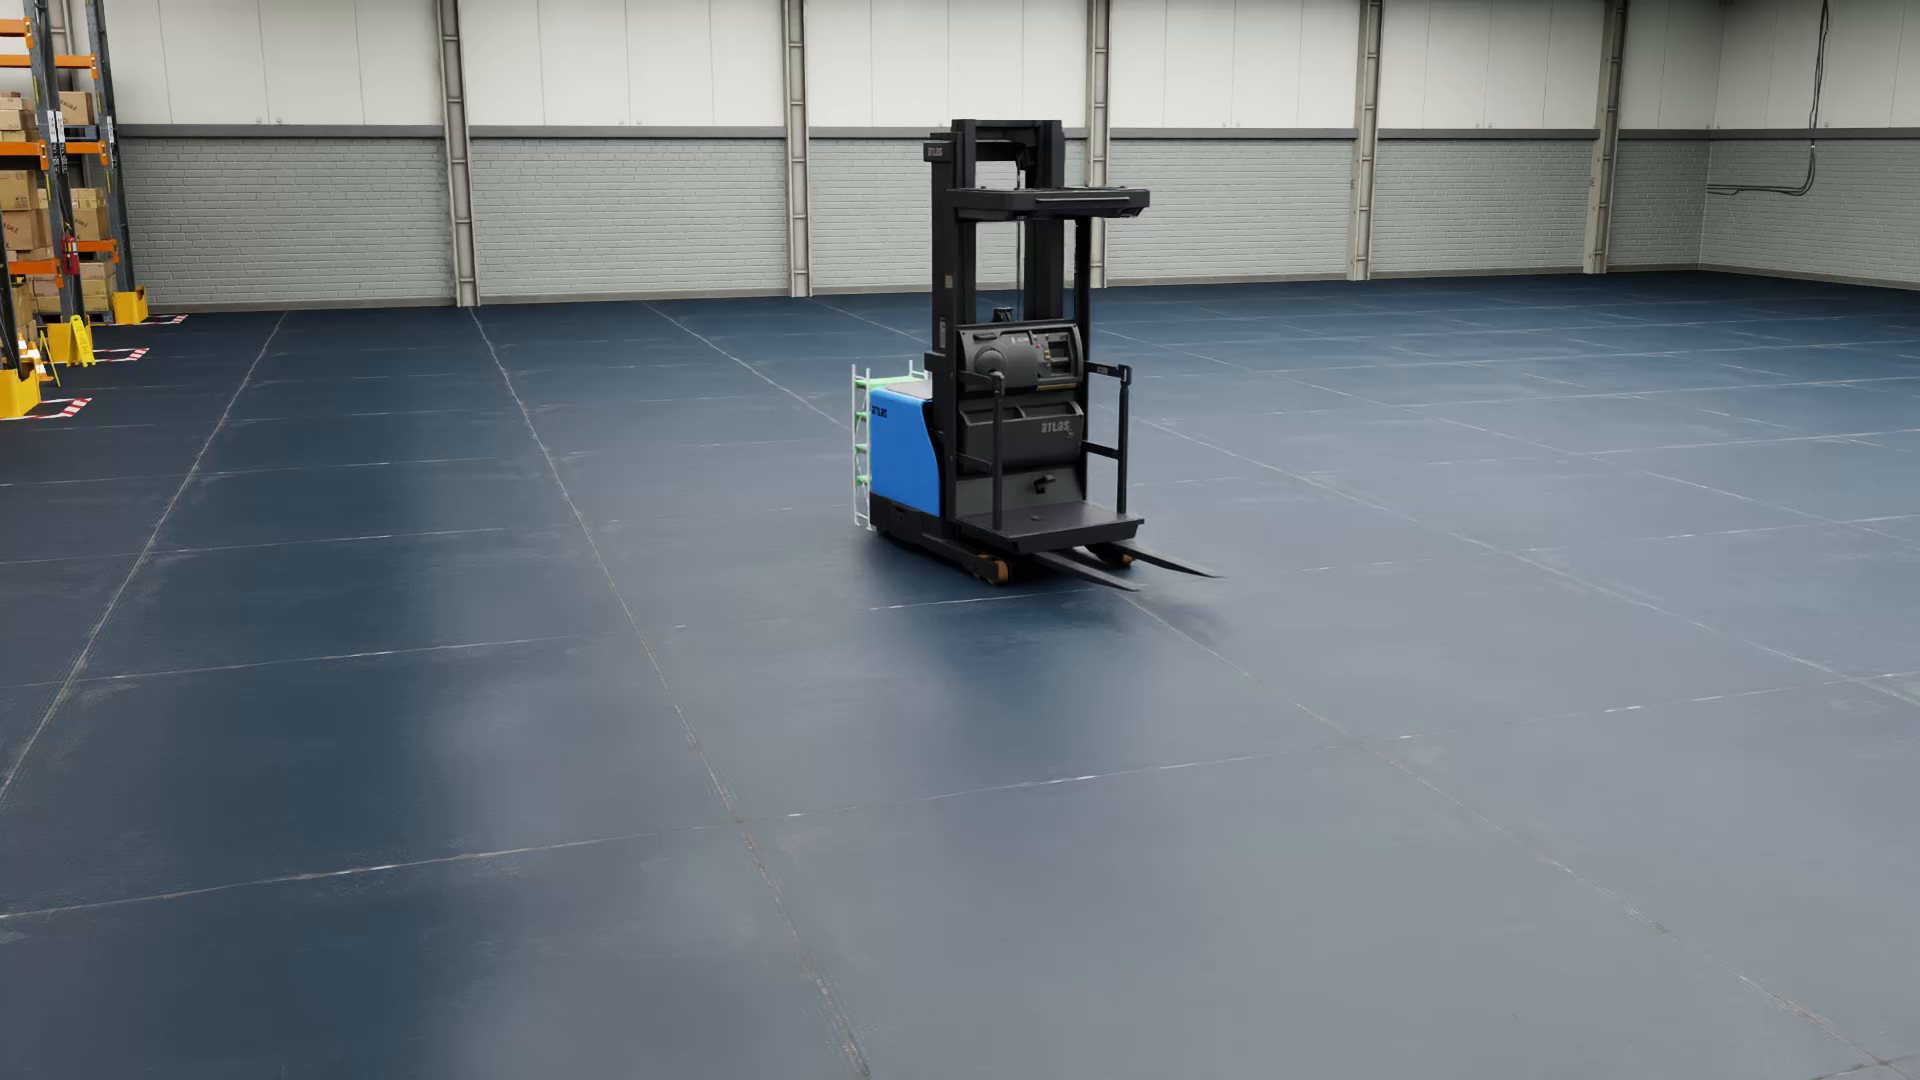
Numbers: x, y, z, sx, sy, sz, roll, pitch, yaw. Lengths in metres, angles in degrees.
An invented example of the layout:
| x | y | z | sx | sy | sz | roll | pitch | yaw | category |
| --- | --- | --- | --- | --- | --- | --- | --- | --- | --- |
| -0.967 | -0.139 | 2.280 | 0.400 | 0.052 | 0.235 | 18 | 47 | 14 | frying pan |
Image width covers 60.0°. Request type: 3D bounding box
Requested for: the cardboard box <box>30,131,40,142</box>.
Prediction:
| x | y | z | sx | sy | sz | roll | pitch | yaw | category |
| --- | --- | --- | --- | --- | --- | --- | --- | --- | --- |
| -12.264 | -5.311 | 21.889 | 0.250 | 0.149 | 0.380 | -4 | 14 | -18 | cardboard box |

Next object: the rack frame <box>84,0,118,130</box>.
| x | y | z | sx | sy | sz | roll | pitch | yaw | category |
| --- | --- | --- | --- | --- | --- | --- | --- | --- | --- |
| -13.432 | -7.935 | 25.892 | 0.127 | 3.000 | 1.000 | -4 | 14 | -18 | rack frame |

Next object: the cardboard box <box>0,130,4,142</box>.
| x | y | z | sx | sy | sz | roll | pitch | yaw | category |
| --- | --- | --- | --- | --- | --- | --- | --- | --- | --- |
| -12.320 | -5.151 | 21.217 | 0.250 | 0.149 | 0.380 | -4 | 14 | -18 | cardboard box |

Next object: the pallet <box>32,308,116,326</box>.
| x | y | z | sx | sy | sz | roll | pitch | yaw | category |
| --- | --- | --- | --- | --- | --- | --- | --- | --- | --- |
| -14.144 | -3.594 | 26.633 | 1.213 | 0.211 | 1.003 | -4 | 14 | -18 | pallet |

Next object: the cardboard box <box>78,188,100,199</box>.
| x | y | z | sx | sy | sz | roll | pitch | yaw | category |
| --- | --- | --- | --- | --- | --- | --- | --- | --- | --- |
| -13.705 | -5.452 | 26.160 | 0.250 | 0.149 | 0.380 | -4 | 14 | -18 | cardboard box |

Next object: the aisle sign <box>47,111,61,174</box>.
| x | y | z | sx | sy | sz | roll | pitch | yaw | category |
| --- | --- | --- | --- | --- | --- | --- | --- | --- | --- |
| -11.695 | -5.133 | 21.462 | 0.004 | 0.787 | 0.394 | -4 | 14 | -18 | aisle sign |

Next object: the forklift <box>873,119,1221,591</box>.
| x | y | z | sx | sy | sz | roll | pitch | yaw | category |
| --- | --- | --- | --- | --- | --- | --- | --- | --- | --- |
| 0.522 | -1.252 | 10.911 | 1.121 | 2.935 | 3.031 | -8 | 16 | -30 | forklift |

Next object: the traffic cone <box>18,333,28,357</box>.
| x | y | z | sx | sy | sz | roll | pitch | yaw | category |
| --- | --- | --- | --- | --- | --- | --- | --- | --- | --- |
| -11.842 | -2.379 | 20.982 | 0.334 | 0.463 | 0.336 | -4 | 14 | -18 | traffic cone |

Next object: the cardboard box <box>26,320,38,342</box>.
| x | y | z | sx | sy | sz | roll | pitch | yaw | category |
| --- | --- | --- | --- | --- | --- | --- | --- | --- | --- |
| -12.699 | -2.795 | 22.285 | 0.500 | 0.250 | 0.500 | -5 | 14 | -19 | cardboard box |

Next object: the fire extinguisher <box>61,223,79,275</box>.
| x | y | z | sx | sy | sz | roll | pitch | yaw | category |
| --- | --- | --- | --- | --- | --- | --- | --- | --- | --- |
| -11.590 | -3.797 | 21.630 | 0.183 | 0.674 | 0.296 | -4 | 14 | -18 | fire extinguisher |

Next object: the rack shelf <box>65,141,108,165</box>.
| x | y | z | sx | sy | sz | roll | pitch | yaw | category |
| --- | --- | --- | --- | --- | --- | --- | --- | --- | --- |
| -15.328 | -5.978 | 25.702 | 4.000 | 0.370 | 1.077 | -4 | 14 | -18 | rack shelf |

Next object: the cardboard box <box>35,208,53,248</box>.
| x | y | z | sx | sy | sz | roll | pitch | yaw | category |
| --- | --- | --- | --- | --- | --- | --- | --- | --- | --- |
| -12.383 | -4.147 | 22.074 | 0.500 | 0.500 | 0.500 | -5 | 14 | -19 | cardboard box |

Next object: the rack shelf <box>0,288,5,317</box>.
| x | y | z | sx | sy | sz | roll | pitch | yaw | category |
| --- | --- | --- | --- | --- | --- | --- | --- | --- | --- |
| -12.067 | -2.352 | 16.941 | 4.000 | 0.370 | 1.077 | -4 | 14 | -18 | rack shelf |

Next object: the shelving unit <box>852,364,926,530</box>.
| x | y | z | sx | sy | sz | roll | pitch | yaw | category |
| --- | --- | --- | --- | --- | --- | --- | --- | --- | --- |
| -0.522 | -0.712 | 12.383 | 0.492 | 1.200 | 0.258 | -8 | 16 | -31 | shelving unit |

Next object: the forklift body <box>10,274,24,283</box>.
| x | y | z | sx | sy | sz | roll | pitch | yaw | category |
| --- | --- | --- | --- | --- | --- | --- | --- | --- | --- |
| -14.648 | -4.063 | 24.414 | 1.214 | 2.155 | 2.313 | -4 | 14 | -18 | forklift body |

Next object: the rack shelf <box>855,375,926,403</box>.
| x | y | z | sx | sy | sz | roll | pitch | yaw | category |
| --- | --- | --- | --- | --- | --- | --- | --- | --- | --- |
| -0.517 | -1.118 | 12.290 | 0.480 | 0.148 | 0.258 | -8 | 16 | -31 | rack shelf |

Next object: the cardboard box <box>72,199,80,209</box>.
| x | y | z | sx | sy | sz | roll | pitch | yaw | category |
| --- | --- | --- | --- | --- | --- | --- | --- | --- | --- |
| -13.904 | -5.268 | 26.027 | 0.250 | 0.149 | 0.380 | -4 | 14 | -17 | cardboard box |

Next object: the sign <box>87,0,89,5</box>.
| x | y | z | sx | sy | sz | roll | pitch | yaw | category |
| --- | --- | --- | --- | --- | --- | --- | --- | --- | --- |
| -13.273 | -8.307 | 25.270 | 0.005 | 0.325 | 0.100 | -4 | 14 | -18 | sign |

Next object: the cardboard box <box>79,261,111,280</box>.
| x | y | z | sx | sy | sz | roll | pitch | yaw | category |
| --- | --- | --- | --- | --- | --- | --- | --- | --- | --- |
| -13.769 | -4.267 | 26.310 | 0.500 | 0.250 | 0.500 | -4 | 14 | -16 | cardboard box |

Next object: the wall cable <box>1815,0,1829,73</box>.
| x | y | z | sx | sy | sz | roll | pitch | yaw | category |
| --- | --- | --- | --- | --- | --- | --- | --- | --- | --- |
| 18.130 | -10.575 | 32.791 | 0.112 | 2.526 | 3.097 | -4 | 14 | -18 | wall cable |

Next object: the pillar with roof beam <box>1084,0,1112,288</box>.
| x | y | z | sx | sy | sz | roll | pitch | yaw | category |
| --- | --- | --- | --- | --- | --- | --- | --- | --- | --- |
| 4.053 | -8.465 | 28.123 | 0.400 | 9.000 | 9.100 | -4 | 14 | -18 | pillar with roof beam |

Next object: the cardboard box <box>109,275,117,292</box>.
| x | y | z | sx | sy | sz | roll | pitch | yaw | category |
| --- | --- | --- | --- | --- | --- | --- | --- | --- | --- |
| -13.944 | -4.137 | 26.844 | 0.500 | 0.250 | 0.500 | -4 | 14 | -17 | cardboard box |

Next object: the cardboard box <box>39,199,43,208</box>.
| x | y | z | sx | sy | sz | roll | pitch | yaw | category |
| --- | --- | --- | --- | --- | --- | --- | --- | --- | --- |
| -14.408 | -5.246 | 25.937 | 0.250 | 0.149 | 0.380 | -5 | 14 | -18 | cardboard box |

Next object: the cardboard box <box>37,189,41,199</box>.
| x | y | z | sx | sy | sz | roll | pitch | yaw | category |
| --- | --- | --- | --- | --- | --- | --- | --- | --- | --- |
| -14.428 | -5.400 | 25.940 | 0.250 | 0.149 | 0.380 | -4 | 14 | -18 | cardboard box |

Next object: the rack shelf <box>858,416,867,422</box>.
| x | y | z | sx | sy | sz | roll | pitch | yaw | category |
| --- | --- | --- | --- | --- | --- | --- | --- | --- | --- |
| -0.518 | -0.912 | 12.339 | 0.442 | 0.029 | 0.199 | -8 | 16 | -31 | rack shelf |

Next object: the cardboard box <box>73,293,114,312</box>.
| x | y | z | sx | sy | sz | roll | pitch | yaw | category |
| --- | --- | --- | --- | --- | --- | --- | --- | --- | --- |
| -13.777 | -3.779 | 26.419 | 0.500 | 0.250 | 0.500 | -4 | 14 | -18 | cardboard box |

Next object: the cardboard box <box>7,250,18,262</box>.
| x | y | z | sx | sy | sz | roll | pitch | yaw | category |
| --- | --- | --- | --- | --- | --- | --- | --- | --- | --- |
| -12.337 | -3.688 | 21.546 | 0.250 | 0.149 | 0.380 | -5 | 14 | -19 | cardboard box |

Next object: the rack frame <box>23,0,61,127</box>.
| x | y | z | sx | sy | sz | roll | pitch | yaw | category |
| --- | --- | --- | --- | --- | --- | --- | --- | --- | --- |
| -11.846 | -6.846 | 21.317 | 0.127 | 3.000 | 1.000 | -4 | 14 | -18 | rack frame |

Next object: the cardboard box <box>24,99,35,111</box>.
| x | y | z | sx | sy | sz | roll | pitch | yaw | category |
| --- | --- | --- | --- | --- | --- | --- | --- | --- | --- |
| -12.248 | -5.671 | 21.678 | 0.250 | 0.149 | 0.380 | -5 | 14 | -18 | cardboard box |

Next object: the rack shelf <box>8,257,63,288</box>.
| x | y | z | sx | sy | sz | roll | pitch | yaw | category |
| --- | --- | --- | --- | --- | --- | --- | --- | --- | --- |
| -13.741 | -3.430 | 21.474 | 4.000 | 0.370 | 1.077 | -4 | 14 | -18 | rack shelf |

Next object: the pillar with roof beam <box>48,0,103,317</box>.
| x | y | z | sx | sy | sz | roll | pitch | yaw | category |
| --- | --- | --- | --- | --- | --- | --- | --- | --- | --- |
| -17.738 | -6.442 | 19.617 | 11.283 | 9.000 | 11.773 | -4 | 14 | -18 | pillar with roof beam |
